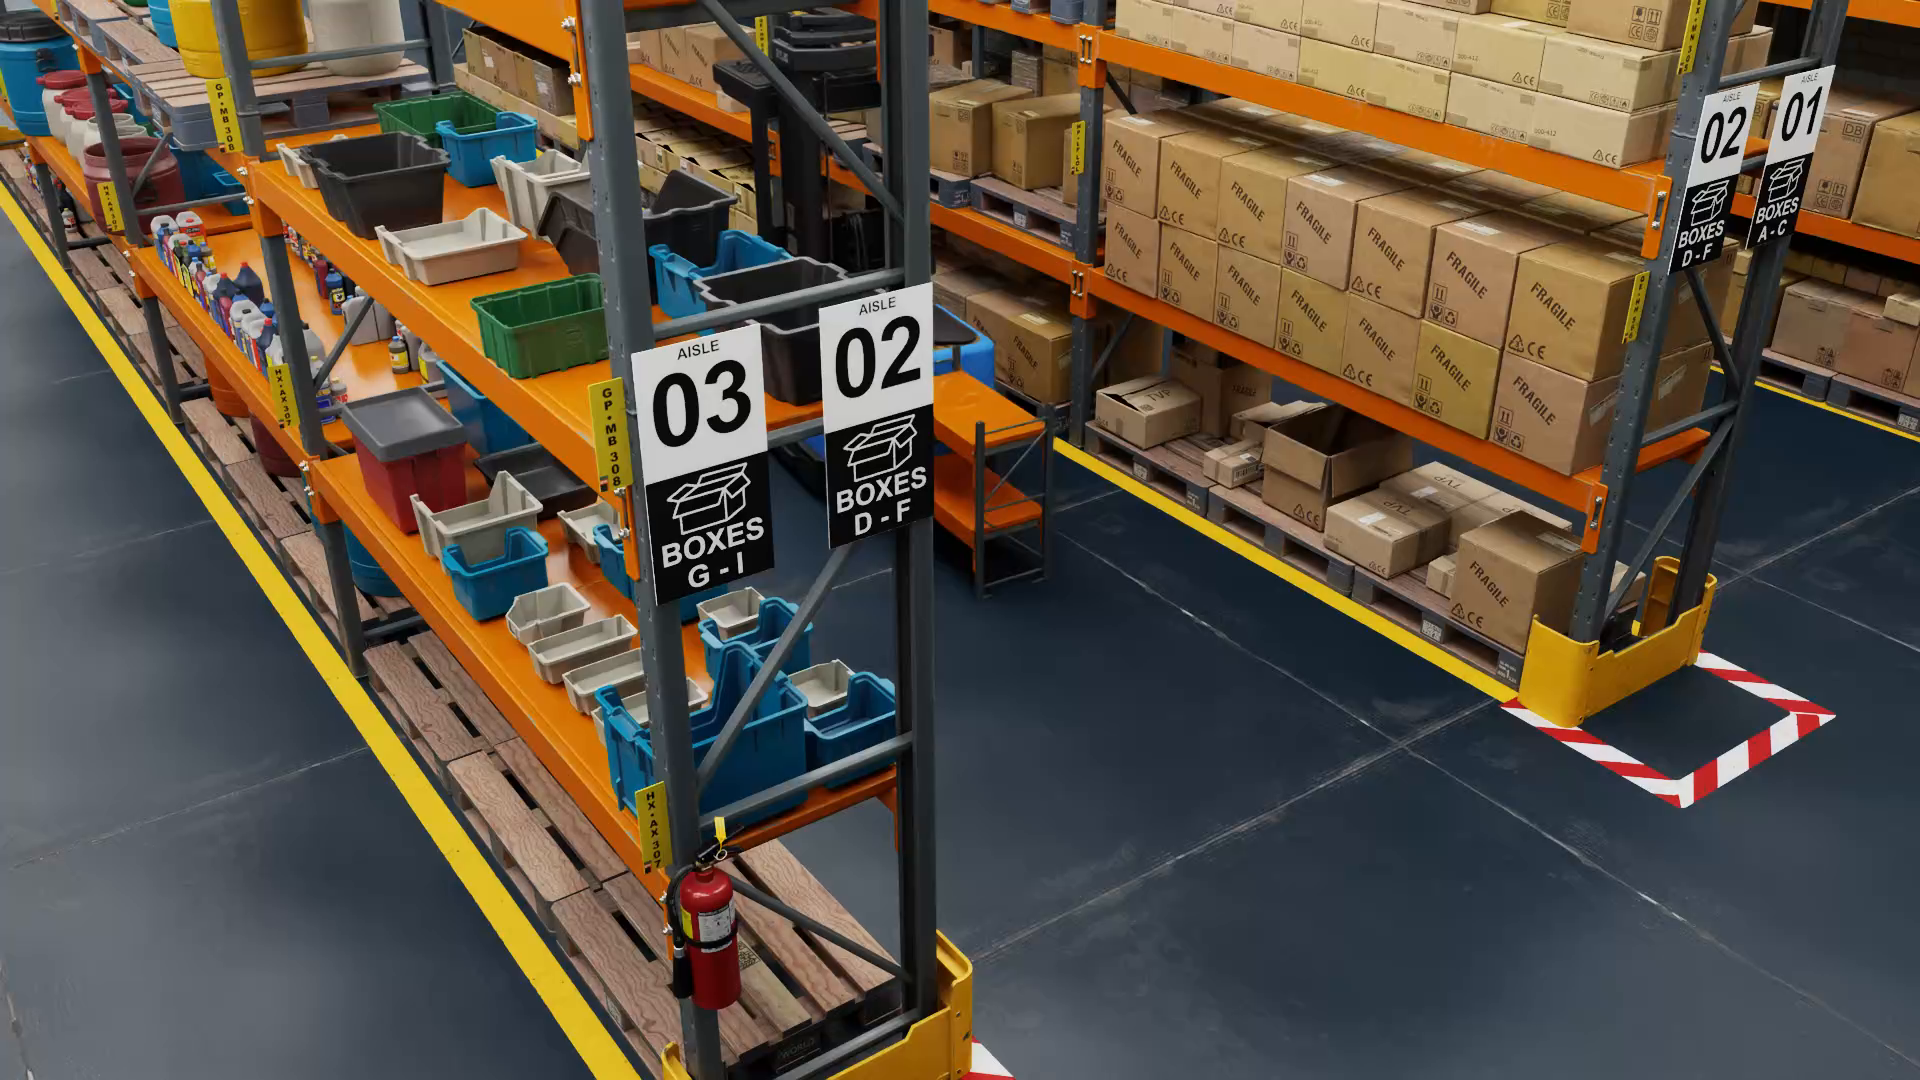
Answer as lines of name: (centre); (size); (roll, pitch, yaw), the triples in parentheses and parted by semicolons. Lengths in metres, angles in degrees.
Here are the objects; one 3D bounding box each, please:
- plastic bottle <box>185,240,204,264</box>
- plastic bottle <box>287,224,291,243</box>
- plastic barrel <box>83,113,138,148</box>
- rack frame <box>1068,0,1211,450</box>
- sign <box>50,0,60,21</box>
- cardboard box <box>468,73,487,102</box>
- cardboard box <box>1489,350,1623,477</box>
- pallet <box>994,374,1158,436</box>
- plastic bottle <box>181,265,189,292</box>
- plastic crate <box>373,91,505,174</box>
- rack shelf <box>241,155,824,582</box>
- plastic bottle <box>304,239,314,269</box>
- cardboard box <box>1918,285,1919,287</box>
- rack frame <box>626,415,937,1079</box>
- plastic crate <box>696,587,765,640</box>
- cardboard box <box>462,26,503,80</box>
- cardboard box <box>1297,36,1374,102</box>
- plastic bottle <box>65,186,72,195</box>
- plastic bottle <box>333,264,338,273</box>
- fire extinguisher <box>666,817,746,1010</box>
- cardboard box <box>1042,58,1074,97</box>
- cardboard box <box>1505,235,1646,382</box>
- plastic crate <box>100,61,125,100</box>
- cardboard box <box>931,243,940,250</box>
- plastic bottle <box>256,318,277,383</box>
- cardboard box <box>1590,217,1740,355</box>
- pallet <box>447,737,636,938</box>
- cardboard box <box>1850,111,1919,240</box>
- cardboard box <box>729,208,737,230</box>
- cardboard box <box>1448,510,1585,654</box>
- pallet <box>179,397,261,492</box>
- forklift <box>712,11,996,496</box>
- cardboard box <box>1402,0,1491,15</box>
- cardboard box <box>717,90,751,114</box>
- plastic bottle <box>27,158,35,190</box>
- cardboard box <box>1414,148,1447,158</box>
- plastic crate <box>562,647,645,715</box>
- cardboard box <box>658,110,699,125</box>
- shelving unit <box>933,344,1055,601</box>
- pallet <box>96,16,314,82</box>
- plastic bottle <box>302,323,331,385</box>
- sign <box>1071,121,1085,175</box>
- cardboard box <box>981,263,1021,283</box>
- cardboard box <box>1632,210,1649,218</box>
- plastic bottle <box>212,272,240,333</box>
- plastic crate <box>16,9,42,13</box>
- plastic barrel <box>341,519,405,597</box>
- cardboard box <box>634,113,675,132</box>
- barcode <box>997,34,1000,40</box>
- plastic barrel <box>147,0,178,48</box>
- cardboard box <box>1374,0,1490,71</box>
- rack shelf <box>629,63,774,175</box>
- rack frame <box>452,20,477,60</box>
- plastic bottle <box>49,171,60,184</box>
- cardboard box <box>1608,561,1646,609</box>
plastic bottle: (-4.817, -1.755, 10.474); (0.097, 0.271, 0.097); (0, 29, 0)
plastic bottle: (-4.452, -2.105, 11.105); (0.061, 0.283, 0.133); (-19, 34, -31)
plastic barrel: (-6.183, -2.839, 12.217); (0.421, 0.512, 0.421); (0, 29, 0)
rack frame: (1.189, -2.100, 10.974); (1.000, 3.000, 0.127); (-19, 34, -31)
sign: (-5.612, -3.402, 10.338); (0.100, 0.325, 0.005); (-19, 34, -31)
cardboard box: (-5.348, -5.278, 19.266); (0.500, 0.250, 0.500); (-19, 34, -31)
cardboard box: (3.028, -0.688, 8.268); (0.500, 0.500, 0.500); (-18, 33, -29)
pallet: (0.687, -1.180, 12.202); (1.003, 0.211, 1.213); (-19, 34, -31)
plastic bottle: (-4.790, -1.656, 10.364); (0.097, 0.201, 0.097); (0, 29, 0)
plastic crate: (-2.356, -1.874, 7.637); (0.450, 0.188, 0.662); (-19, 34, -31)
rack shelf: (-1.688, -0.955, 6.476); (1.077, 0.370, 4.000); (-19, 34, -31)
plastic bottle: (-4.174, -1.899, 10.738); (0.097, 0.271, 0.097); (0, 29, 0)
cardboard box: (6.996, -1.737, 11.804); (0.380, 0.149, 0.250); (-19, 34, -31)
rack frame: (-0.528, 0.825, 5.588); (1.000, 3.000, 0.127); (-19, 34, -31)
plastic crate: (-0.915, 0.316, 6.739); (0.250, 0.136, 0.298); (-19, 34, -31)
cardboard box: (-5.350, -5.607, 19.086); (0.500, 0.500, 0.500); (-19, 34, -31)
cardboard box: (2.138, -2.511, 8.745); (0.500, 0.250, 0.500); (-19, 34, -31)
plastic bottle: (-8.102, -3.133, 15.268); (0.152, 0.276, 0.135); (-19, 34, -31)
plastic bottle: (-3.788, -1.610, 10.194); (0.061, 0.283, 0.133); (-19, 34, -31)
fire extinguisher: (-0.810, 1.207, 5.356); (0.296, 0.674, 0.183); (-19, 34, -31)
cardboard box: (1.363, -5.209, 18.857); (0.700, 0.500, 0.500); (-20, 34, -32)
cardboard box: (3.027, -1.125, 8.026); (0.500, 0.500, 0.500); (-19, 34, -31)
plastic crate: (-6.958, -3.765, 13.972); (0.402, 0.464, 0.583); (-19, 34, -31)
cardboard box: (-0.505, -2.095, 13.124); (0.500, 0.500, 0.500); (-19, 34, -31)
plastic bottle: (-3.755, -1.047, 9.087); (0.144, 0.351, 0.185); (-19, 34, -31)
cardboard box: (3.467, -1.274, 8.300); (0.500, 0.500, 0.500); (-18, 33, -29)
pallet: (-1.678, 1.245, 7.736); (1.003, 0.211, 1.213); (-19, 34, -31)
cardboard box: (6.807, -2.525, 11.442); (0.980, 0.700, 0.700); (-19, 34, -31)
cardboard box: (-1.937, -2.968, 15.012); (0.500, 0.250, 0.500); (-19, 34, -31)
cardboard box: (2.993, 0.217, 8.866); (0.500, 0.500, 0.500); (-19, 34, -31)
pallet: (-4.677, -0.765, 11.437); (1.003, 0.211, 1.213); (-19, 34, -31)
forklift: (-0.907, -2.083, 11.015); (1.130, 2.935, 3.031); (-14, 32, -24)
cardboard box: (2.600, -2.924, 8.196); (0.700, 0.500, 0.500); (-19, 34, -31)
cardboard box: (-1.878, -3.818, 14.400); (0.380, 0.149, 0.250); (-19, 34, -31)
plastic bottle: (-8.894, -3.511, 15.957); (0.061, 0.283, 0.133); (-18, 33, -30)
cardboard box: (4.221, -3.274, 14.948); (0.750, 0.750, 0.750); (-18, 33, -29)
plastic crate: (-1.304, 0.531, 6.343); (0.396, 0.136, 0.243); (-19, 34, -31)
cardboard box: (-2.676, -4.154, 16.610); (0.500, 0.311, 0.500); (-18, 33, -29)
shelving unit: (0.046, -0.415, 9.836); (0.538, 1.125, 1.048); (-16, 32, -27)
pallet: (-4.042, -2.683, 9.102); (1.003, 0.211, 1.213); (-19, 34, -31)
plastic bottle: (-3.530, -1.015, 9.028); (0.144, 0.351, 0.185); (-19, 34, -31)
sign: (0.739, -2.454, 10.412); (0.100, 0.325, 0.005); (-19, 34, -31)
cardboard box: (0.505, -1.851, 12.673); (0.500, 0.500, 0.500); (-18, 33, -30)
cardboard box: (5.650, -2.636, 13.460); (0.380, 0.149, 0.250); (-19, 34, -31)
plastic bottle: (-4.286, -1.404, 9.743); (0.144, 0.351, 0.185); (-19, 34, -31)
plastic crate: (-9.274, -5.218, 16.871); (0.499, 0.251, 0.616); (-19, 34, -31)
plastic barrel: (-3.149, -0.209, 9.250); (0.600, 0.901, 0.708); (-19, 34, -31)
cardboard box: (-3.128, -4.007, 16.339); (0.500, 0.311, 0.500); (-19, 34, -31)
barcode: (0.464, -6.095, 20.152); (0.001, 0.075, 0.075); (-19, 34, -31)
plastic barrel: (-3.962, -3.074, 8.660); (0.600, 0.901, 0.708); (-19, 34, -31)
cardboard box: (2.427, -2.536, 8.266); (0.500, 0.250, 0.500); (-19, 34, -31)
rack shelf: (-2.291, -4.116, 15.440); (1.077, 0.370, 4.000); (-19, 34, -31)
rack frame: (-5.771, -6.765, 19.564); (1.000, 3.000, 0.127); (-19, 34, -31)
plastic bottle: (-8.395, -3.240, 15.388); (0.144, 0.351, 0.185); (-19, 34, -31)
cardboard box: (3.547, 0.257, 9.161); (0.380, 0.149, 0.250); (-19, 34, -31)
